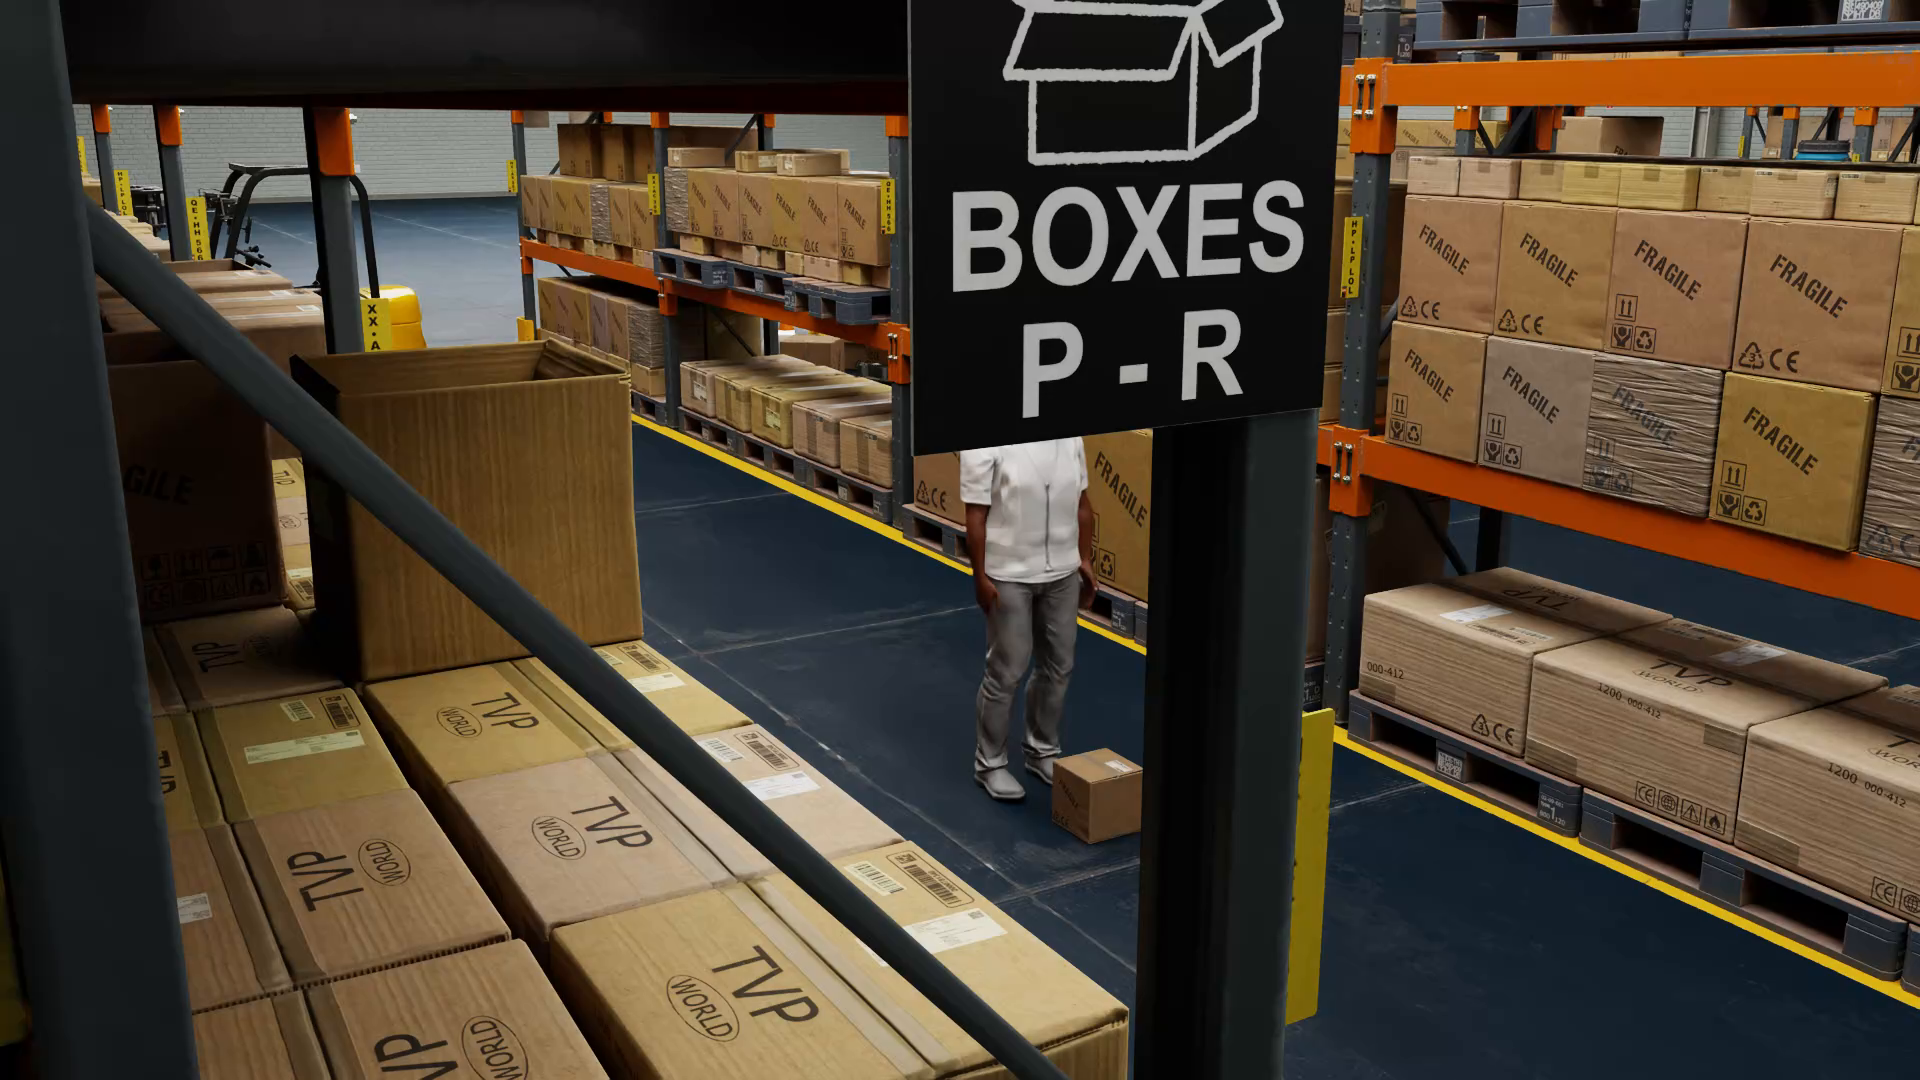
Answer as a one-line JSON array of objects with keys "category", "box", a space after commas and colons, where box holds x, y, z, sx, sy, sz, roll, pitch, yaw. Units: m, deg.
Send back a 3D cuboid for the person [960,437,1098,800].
[{"category": "person", "box": [0.279, 0.123, 6.505, 0.566, 1.762, 0.363, -8, 17, -29]}]
